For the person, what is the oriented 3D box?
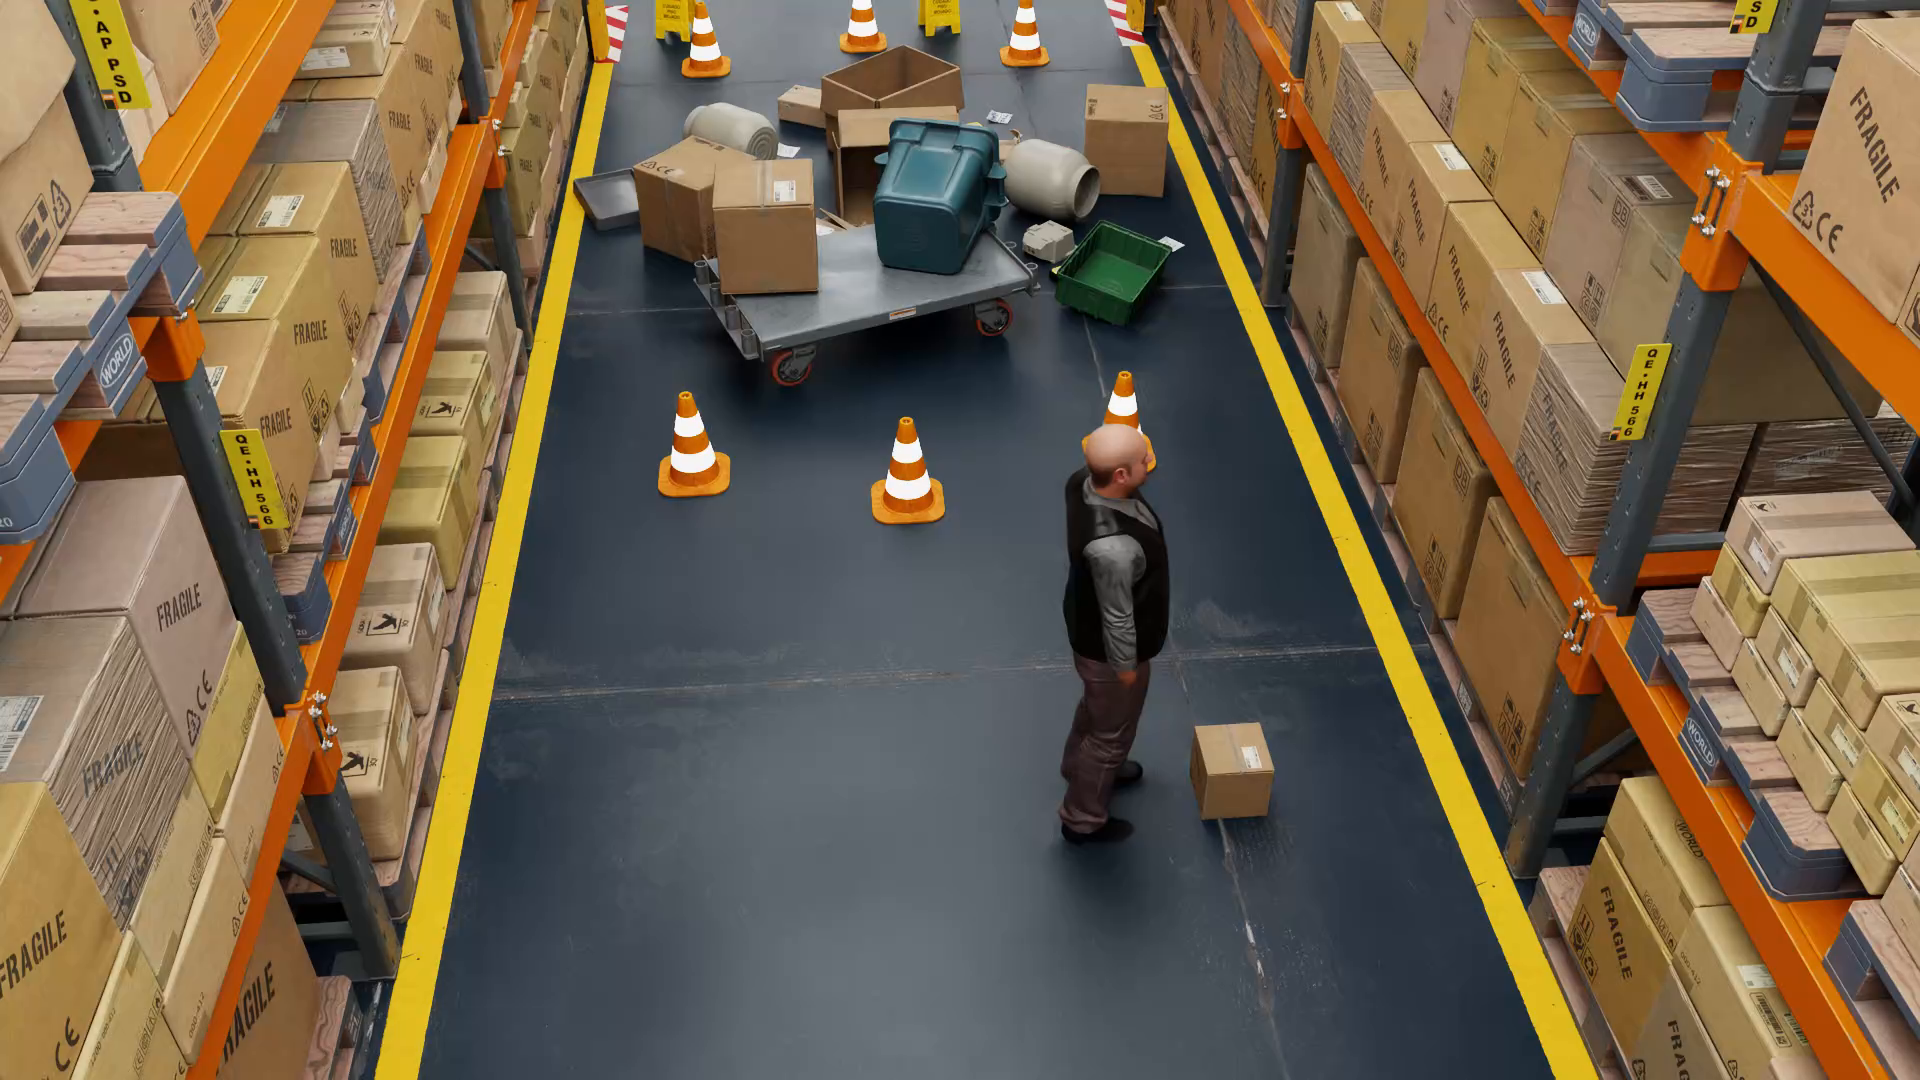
[{"bbox_3d":[0.531,0.330,5.801,0.362,1.756,0.531,-2,39,-3],"label":"person"}]
